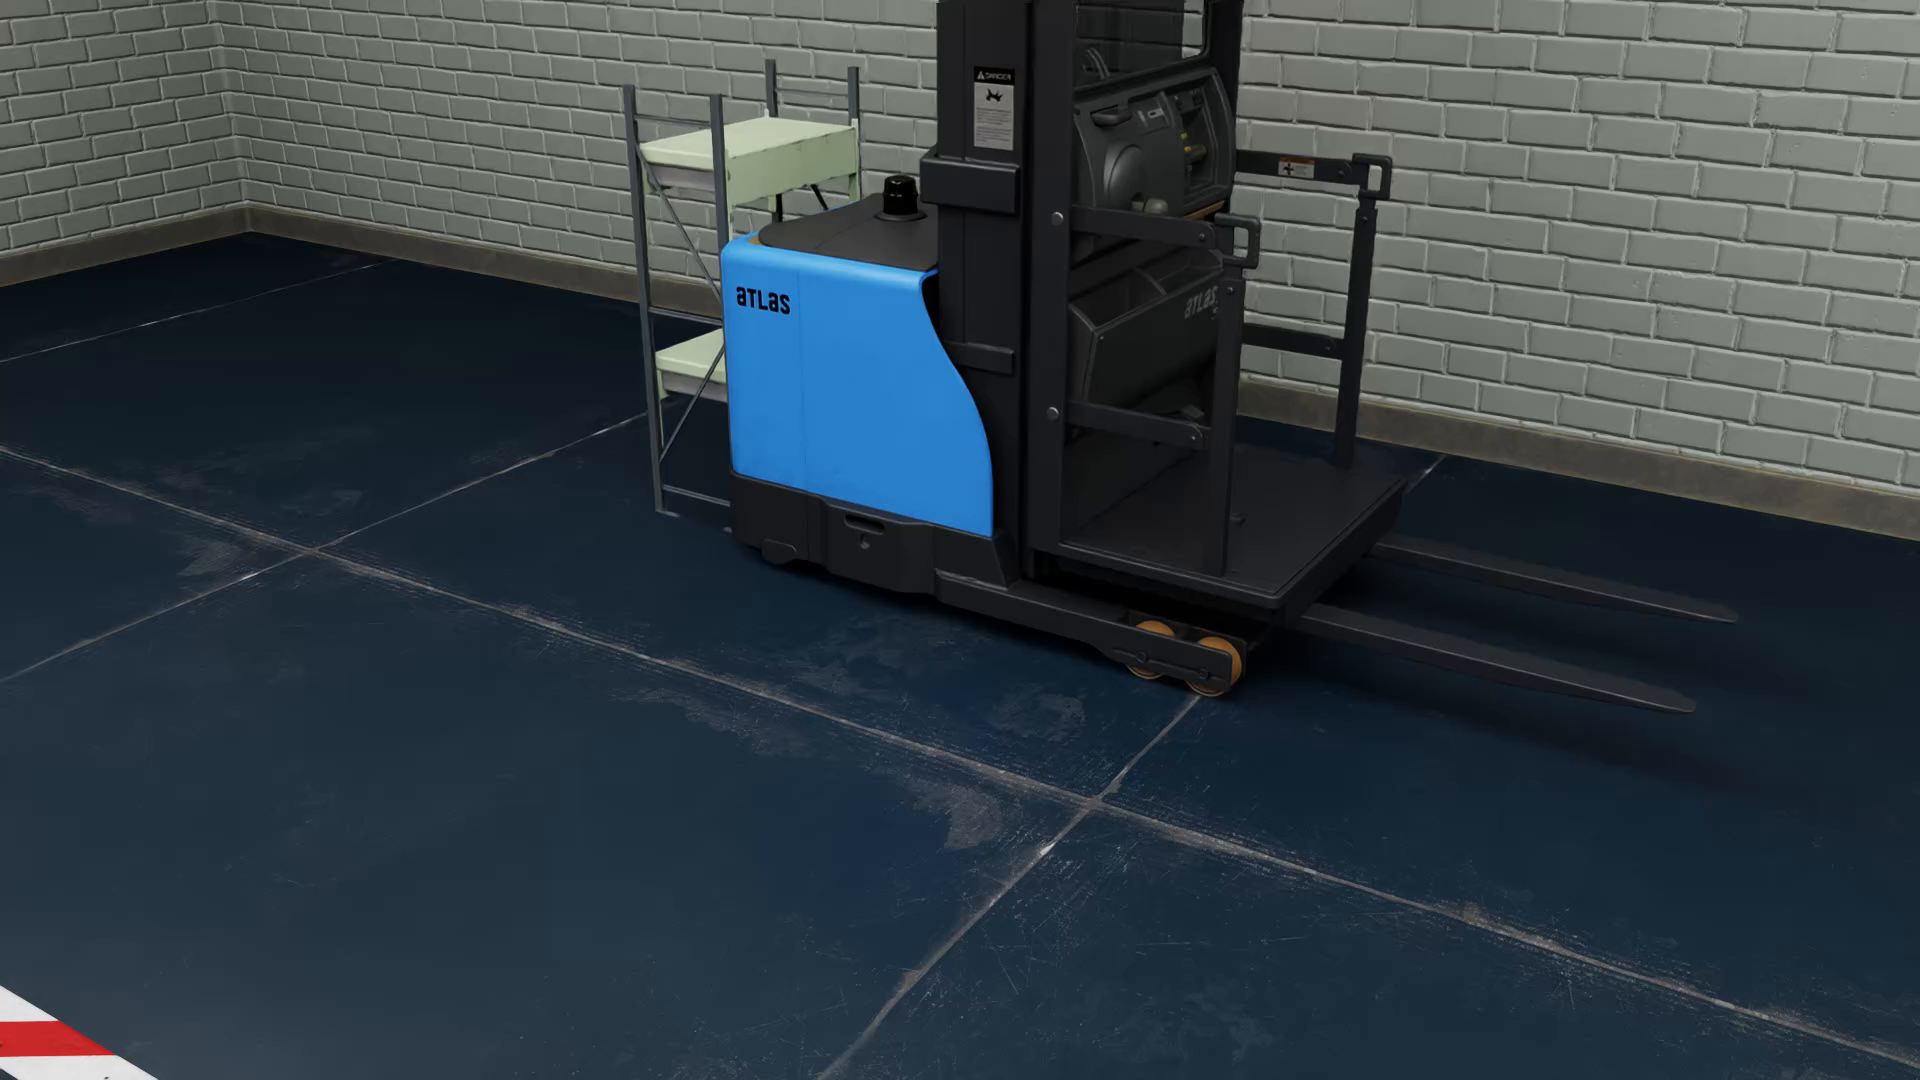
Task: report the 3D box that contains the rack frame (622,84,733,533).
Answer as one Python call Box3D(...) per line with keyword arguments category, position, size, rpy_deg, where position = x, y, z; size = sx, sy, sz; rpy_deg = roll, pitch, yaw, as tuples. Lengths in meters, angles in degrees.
Box3D(category="rack frame", position=(-0.919, -0.747, 5.589), size=(0.400, 1.500, 0.023), rpy_deg=(14, 27, 30))

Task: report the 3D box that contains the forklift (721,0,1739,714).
Box3D(category="forklift", position=(0.748, -1.141, 4.696), size=(3.031, 2.935, 1.130), rpy_deg=(14, 27, 30))

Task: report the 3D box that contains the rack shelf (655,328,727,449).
Box3D(category="rack shelf", position=(-0.722, -0.571, 6.001), size=(0.431, 0.370, 0.720), rpy_deg=(14, 27, 30))

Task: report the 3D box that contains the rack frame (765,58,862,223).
Box3D(category="rack frame", position=(-0.525, -0.993, 6.155), size=(0.400, 1.500, 0.023), rpy_deg=(14, 27, 30))

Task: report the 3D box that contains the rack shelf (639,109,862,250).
Box3D(category="rack shelf", position=(-0.722, -1.228, 5.717), size=(0.431, 0.370, 0.720), rpy_deg=(14, 27, 30))

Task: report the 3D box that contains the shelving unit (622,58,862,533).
Box3D(category="shelving unit", position=(-0.722, -0.870, 5.872), size=(0.431, 1.500, 0.755), rpy_deg=(14, 27, 30))
